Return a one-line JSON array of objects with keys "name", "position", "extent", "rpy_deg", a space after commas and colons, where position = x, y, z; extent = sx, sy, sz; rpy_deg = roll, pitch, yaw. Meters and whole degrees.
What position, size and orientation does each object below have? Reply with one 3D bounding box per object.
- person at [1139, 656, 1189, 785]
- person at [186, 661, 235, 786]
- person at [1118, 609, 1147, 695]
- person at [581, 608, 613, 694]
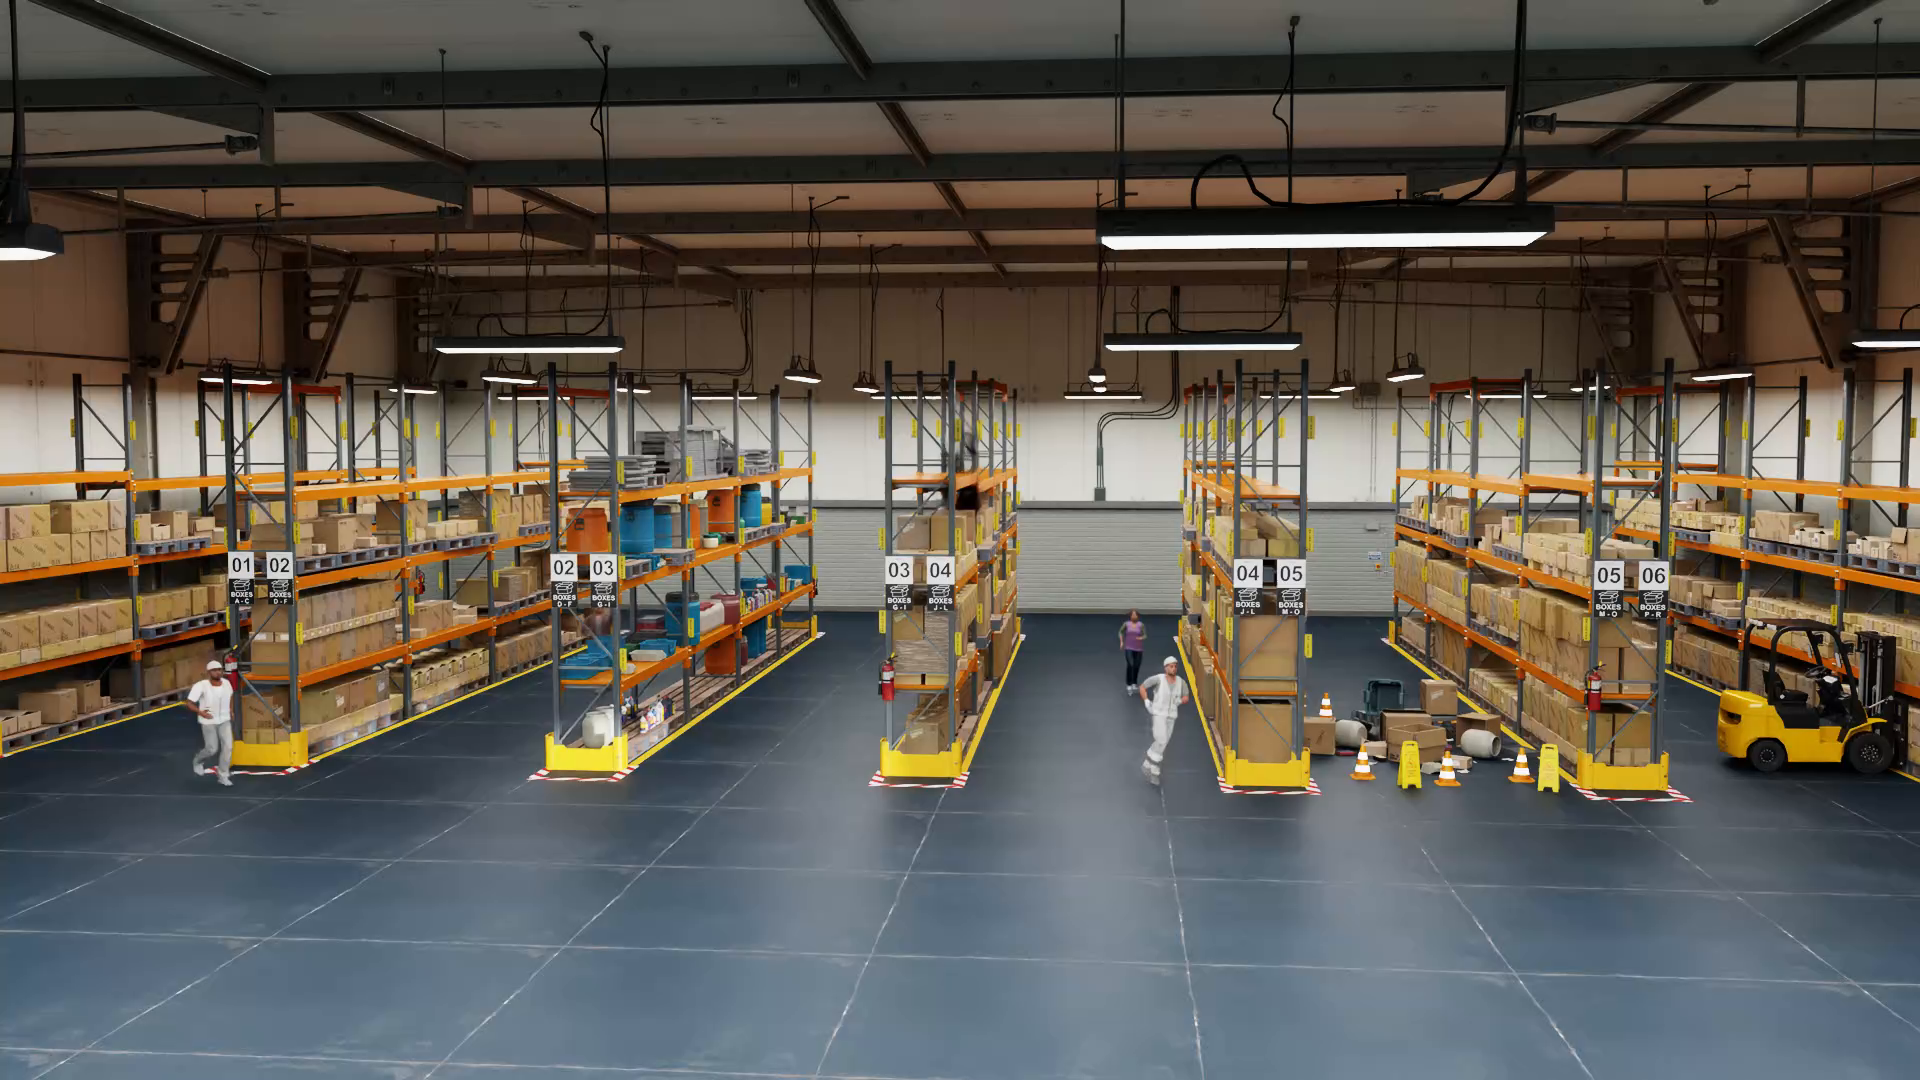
[{"name": "person", "position": [2.932, 2.573, 23.809], "extent": [0.652, 1.849, 0.708], "rpy_deg": [-2, 4, -22]}, {"name": "person", "position": [-10.589, 2.583, 23.584], "extent": [0.794, 1.767, 0.722], "rpy_deg": [2, 4, 30]}, {"name": "person", "position": [3.293, 2.123, 31.634], "extent": [0.503, 1.617, 0.682], "rpy_deg": [0, 4, -4]}, {"name": "person", "position": [-6.883, 2.034, 31.775], "extent": [0.714, 1.750, 0.958], "rpy_deg": [0, 4, 0]}]
